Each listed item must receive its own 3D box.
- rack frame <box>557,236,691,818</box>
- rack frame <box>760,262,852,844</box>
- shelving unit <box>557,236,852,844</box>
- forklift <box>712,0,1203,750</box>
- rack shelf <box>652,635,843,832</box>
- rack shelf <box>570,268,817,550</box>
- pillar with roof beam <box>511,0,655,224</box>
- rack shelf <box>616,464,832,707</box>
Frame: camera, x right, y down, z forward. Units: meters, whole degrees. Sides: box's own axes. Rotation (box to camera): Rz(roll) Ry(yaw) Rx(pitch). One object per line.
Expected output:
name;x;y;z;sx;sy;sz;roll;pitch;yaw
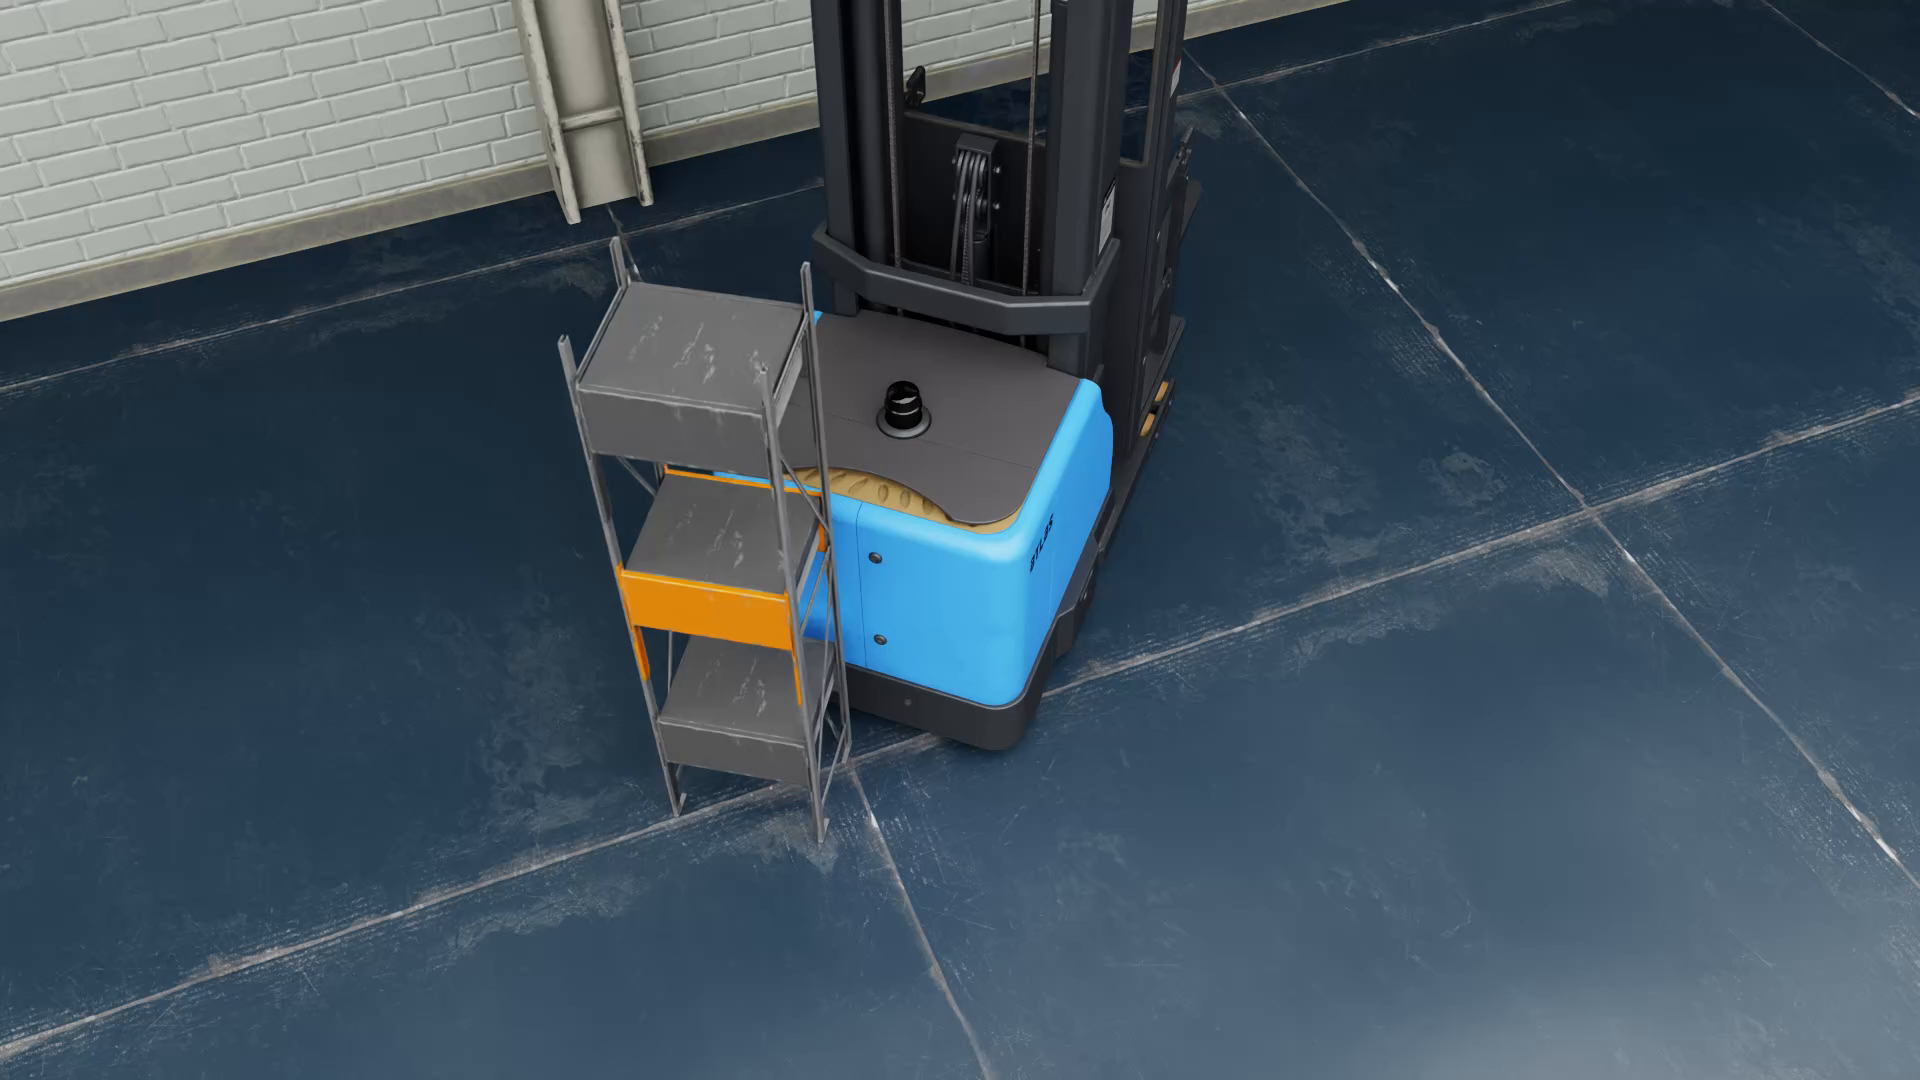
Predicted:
rack frame;-0.892;0.080;4.797;0.015;2.100;0.400;9;50;7
rack frame;-0.413;0.153;4.735;0.015;2.100;0.400;9;50;7
shelving unit;-0.653;0.116;4.766;0.503;2.100;0.431;9;50;7
forklift;0.218;-1.397;5.518;1.130;2.935;3.031;16;51;13
rack shelf;-0.653;0.581;5.307;0.480;0.518;0.431;9;50;7
rack shelf;-0.653;-0.331;4.245;0.480;0.518;0.431;9;50;7
pillar with roof beam;-0.003;-1.489;1.597;0.400;9.000;9.100;-17;52;-14
rack shelf;-0.653;0.125;4.776;0.480;0.518;0.431;9;50;7
